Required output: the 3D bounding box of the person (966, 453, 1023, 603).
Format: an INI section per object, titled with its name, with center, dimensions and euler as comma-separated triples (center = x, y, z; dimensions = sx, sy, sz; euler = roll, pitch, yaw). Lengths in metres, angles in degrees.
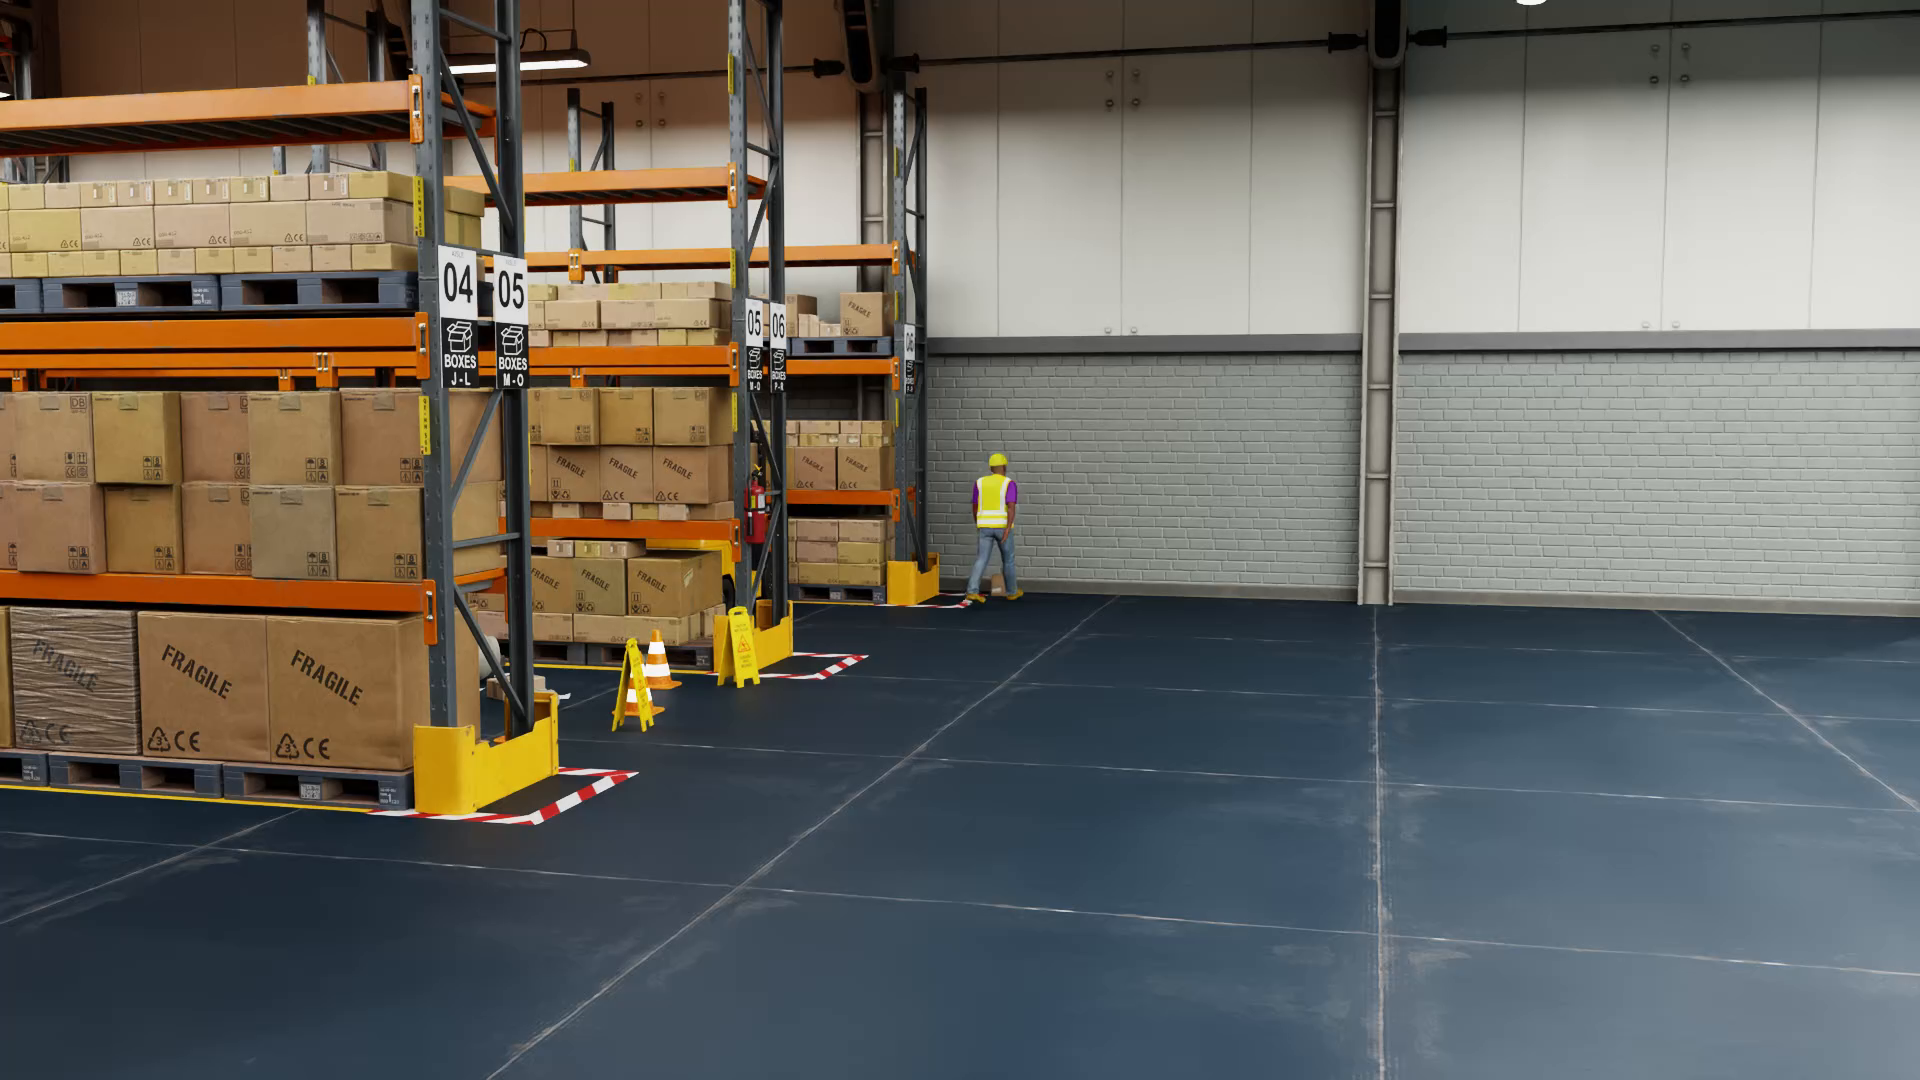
[person]
center = 0.400, -0.135, 19.058
dimensions = 0.569, 1.708, 1.057
euler = 2, 5, 18
